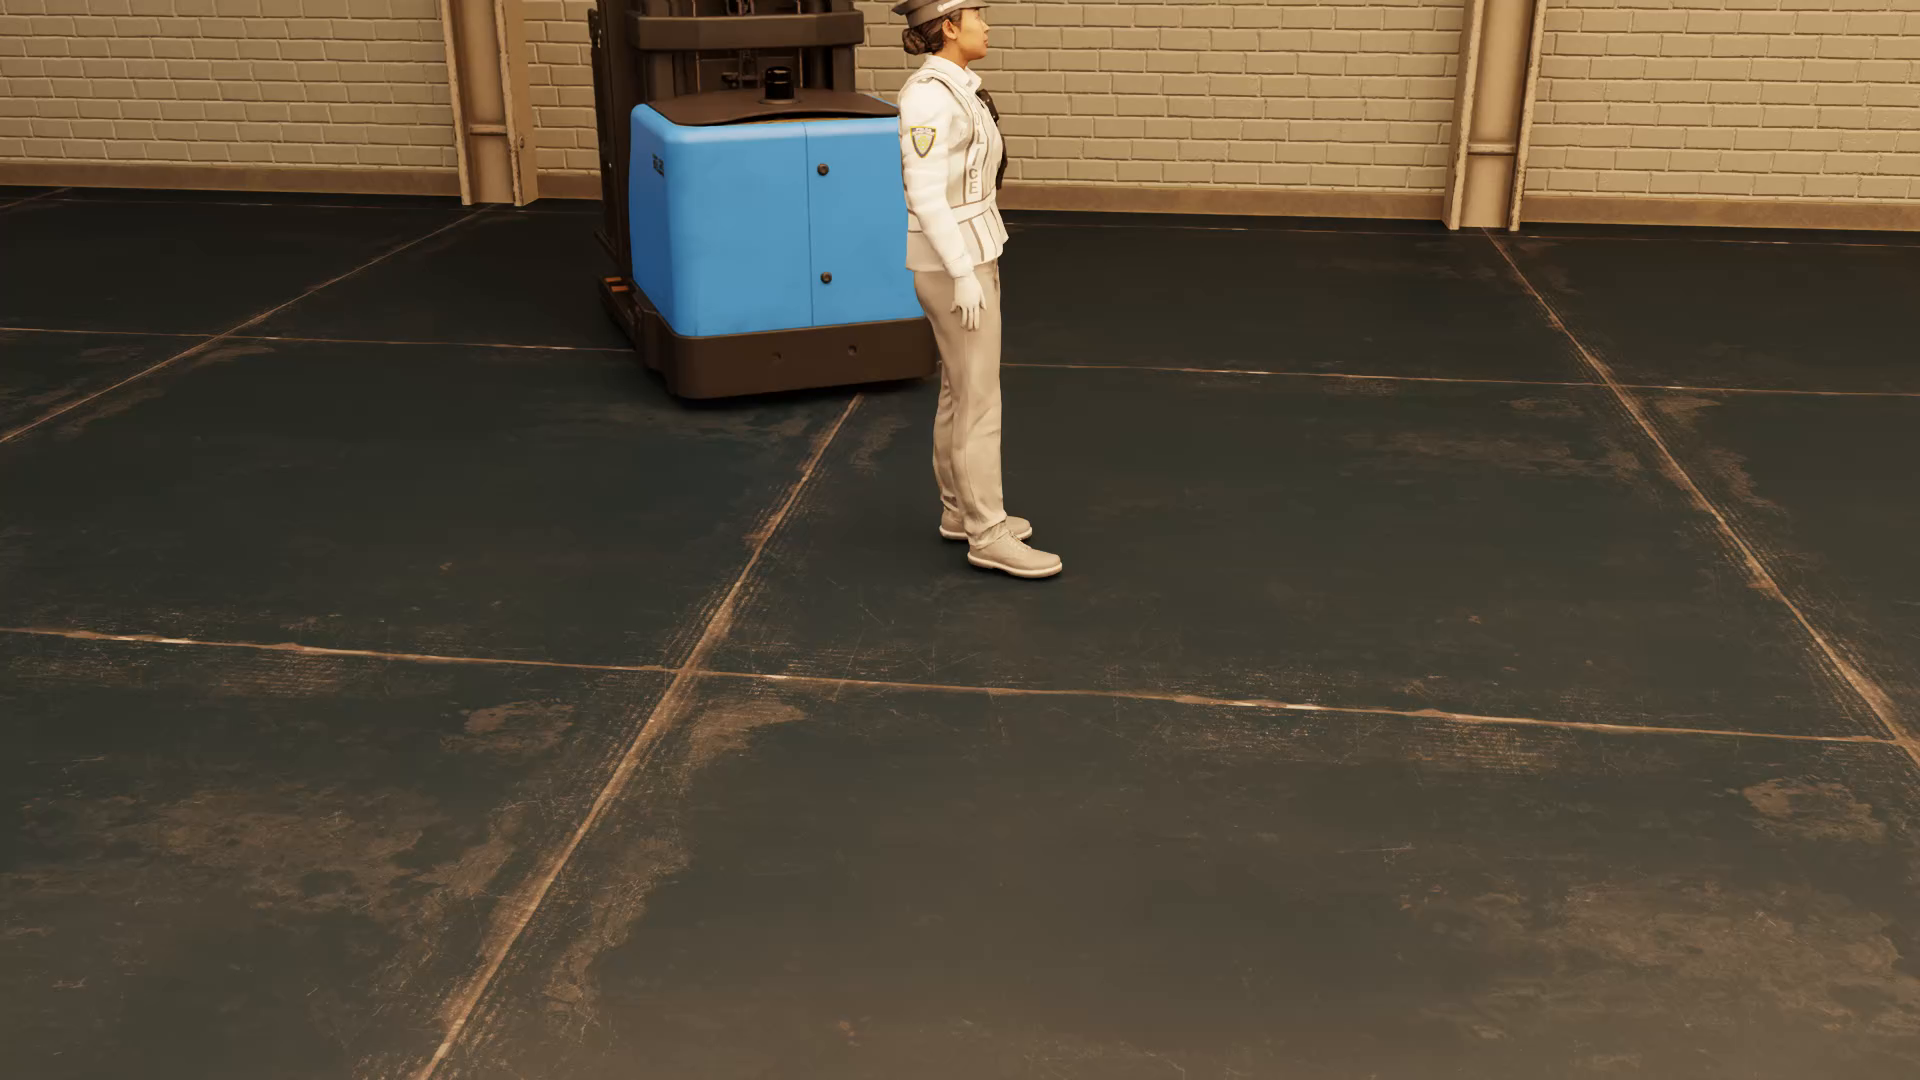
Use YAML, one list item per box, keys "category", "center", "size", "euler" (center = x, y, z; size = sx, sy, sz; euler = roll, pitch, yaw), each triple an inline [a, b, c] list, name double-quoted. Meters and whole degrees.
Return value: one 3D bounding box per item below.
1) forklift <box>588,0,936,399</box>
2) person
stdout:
- category: "forklift"
  center: [-1.072, -2.414, 7.249]
  size: [1.130, 2.935, 3.031]
  euler: [-8, 23, -18]
- category: "person"
  center: [0.068, -0.787, 4.844]
  size: [0.529, 1.694, 0.587]
  euler: [3, 22, 7]
